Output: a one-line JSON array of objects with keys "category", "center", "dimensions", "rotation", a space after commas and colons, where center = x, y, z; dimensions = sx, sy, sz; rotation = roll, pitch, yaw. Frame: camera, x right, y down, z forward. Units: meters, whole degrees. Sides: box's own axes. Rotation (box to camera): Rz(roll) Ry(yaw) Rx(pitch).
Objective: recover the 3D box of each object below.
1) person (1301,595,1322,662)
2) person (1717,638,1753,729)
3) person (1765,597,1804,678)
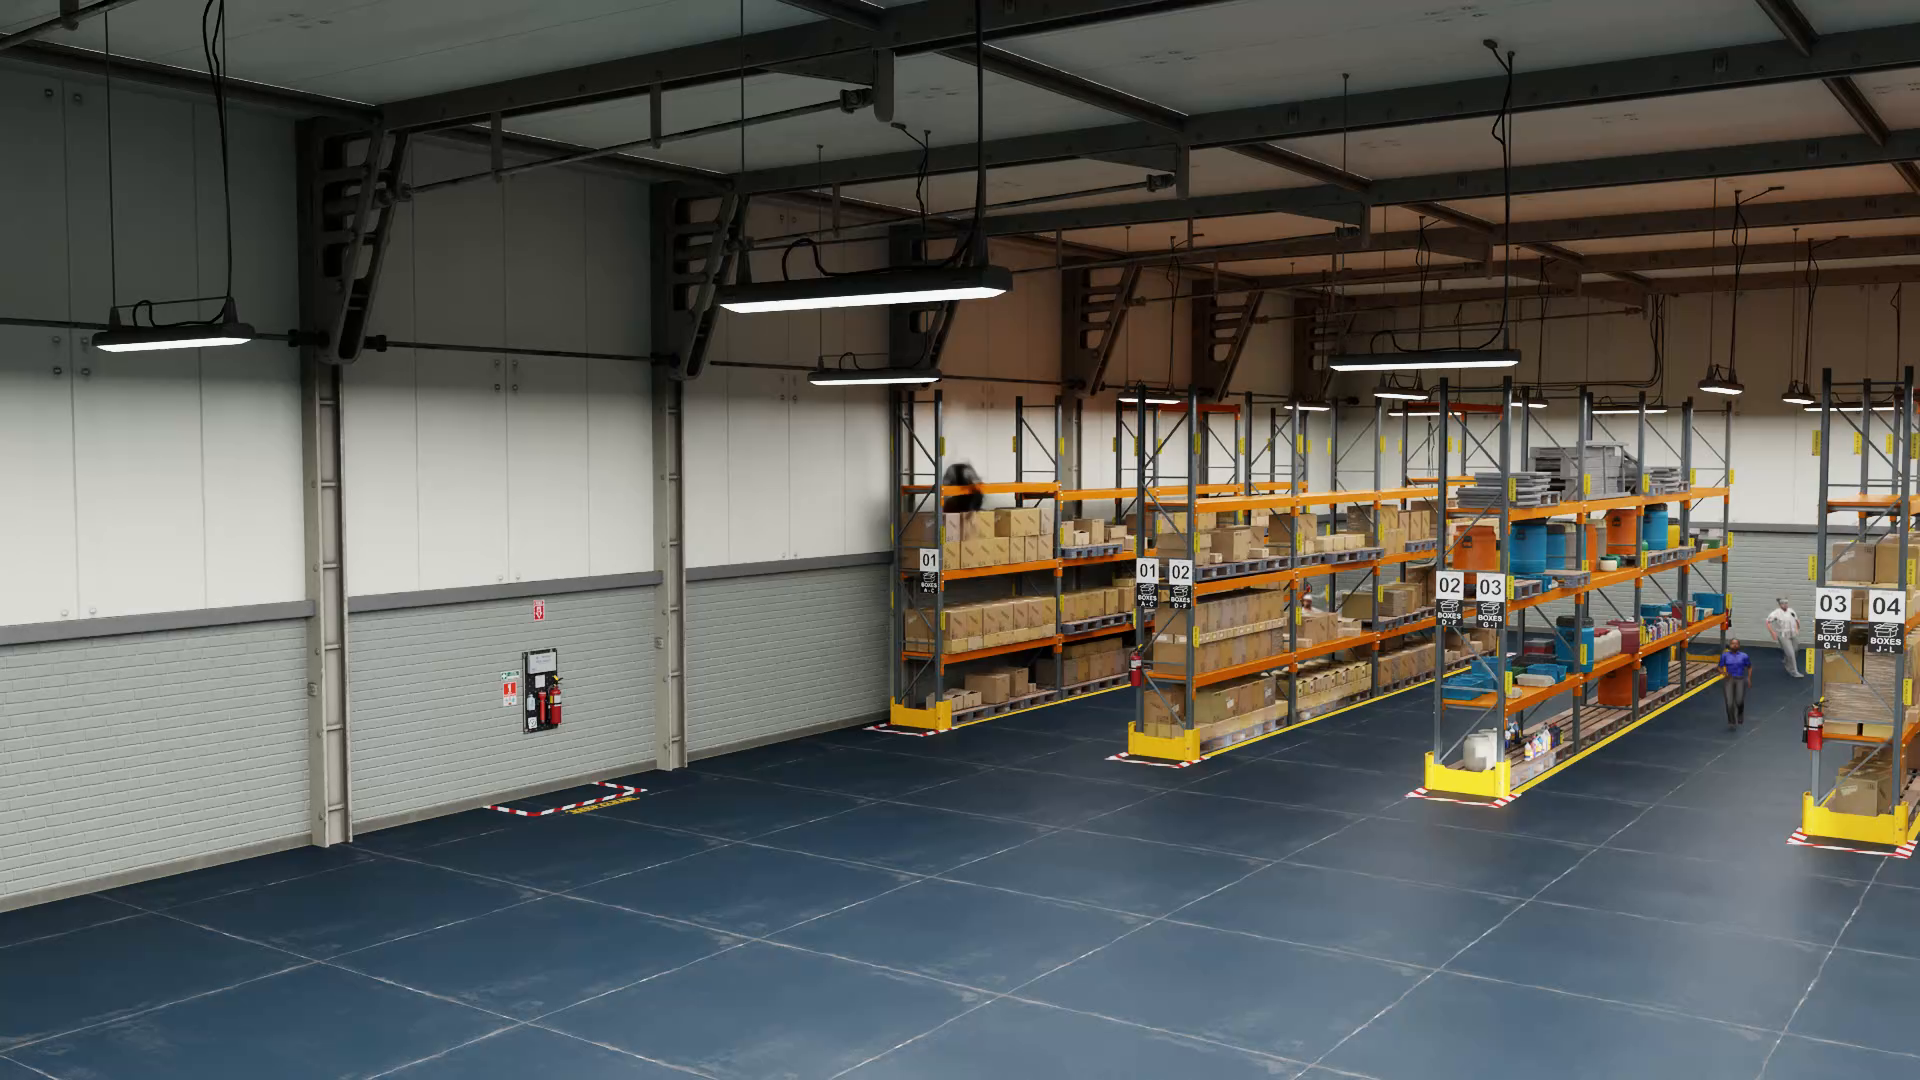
[{"category": "person", "center": [7.511, 2.096, 35.916], "dimensions": [0.629, 1.831, 0.754], "rotation": [3, 4, 40]}, {"category": "person", "center": [13.709, 2.550, 29.425], "dimensions": [0.573, 1.593, 0.508], "rotation": [1, 4, 25]}, {"category": "person", "center": [17.949, 2.089, 36.211], "dimensions": [0.747, 1.741, 0.852], "rotation": [0, 3, -5]}]
